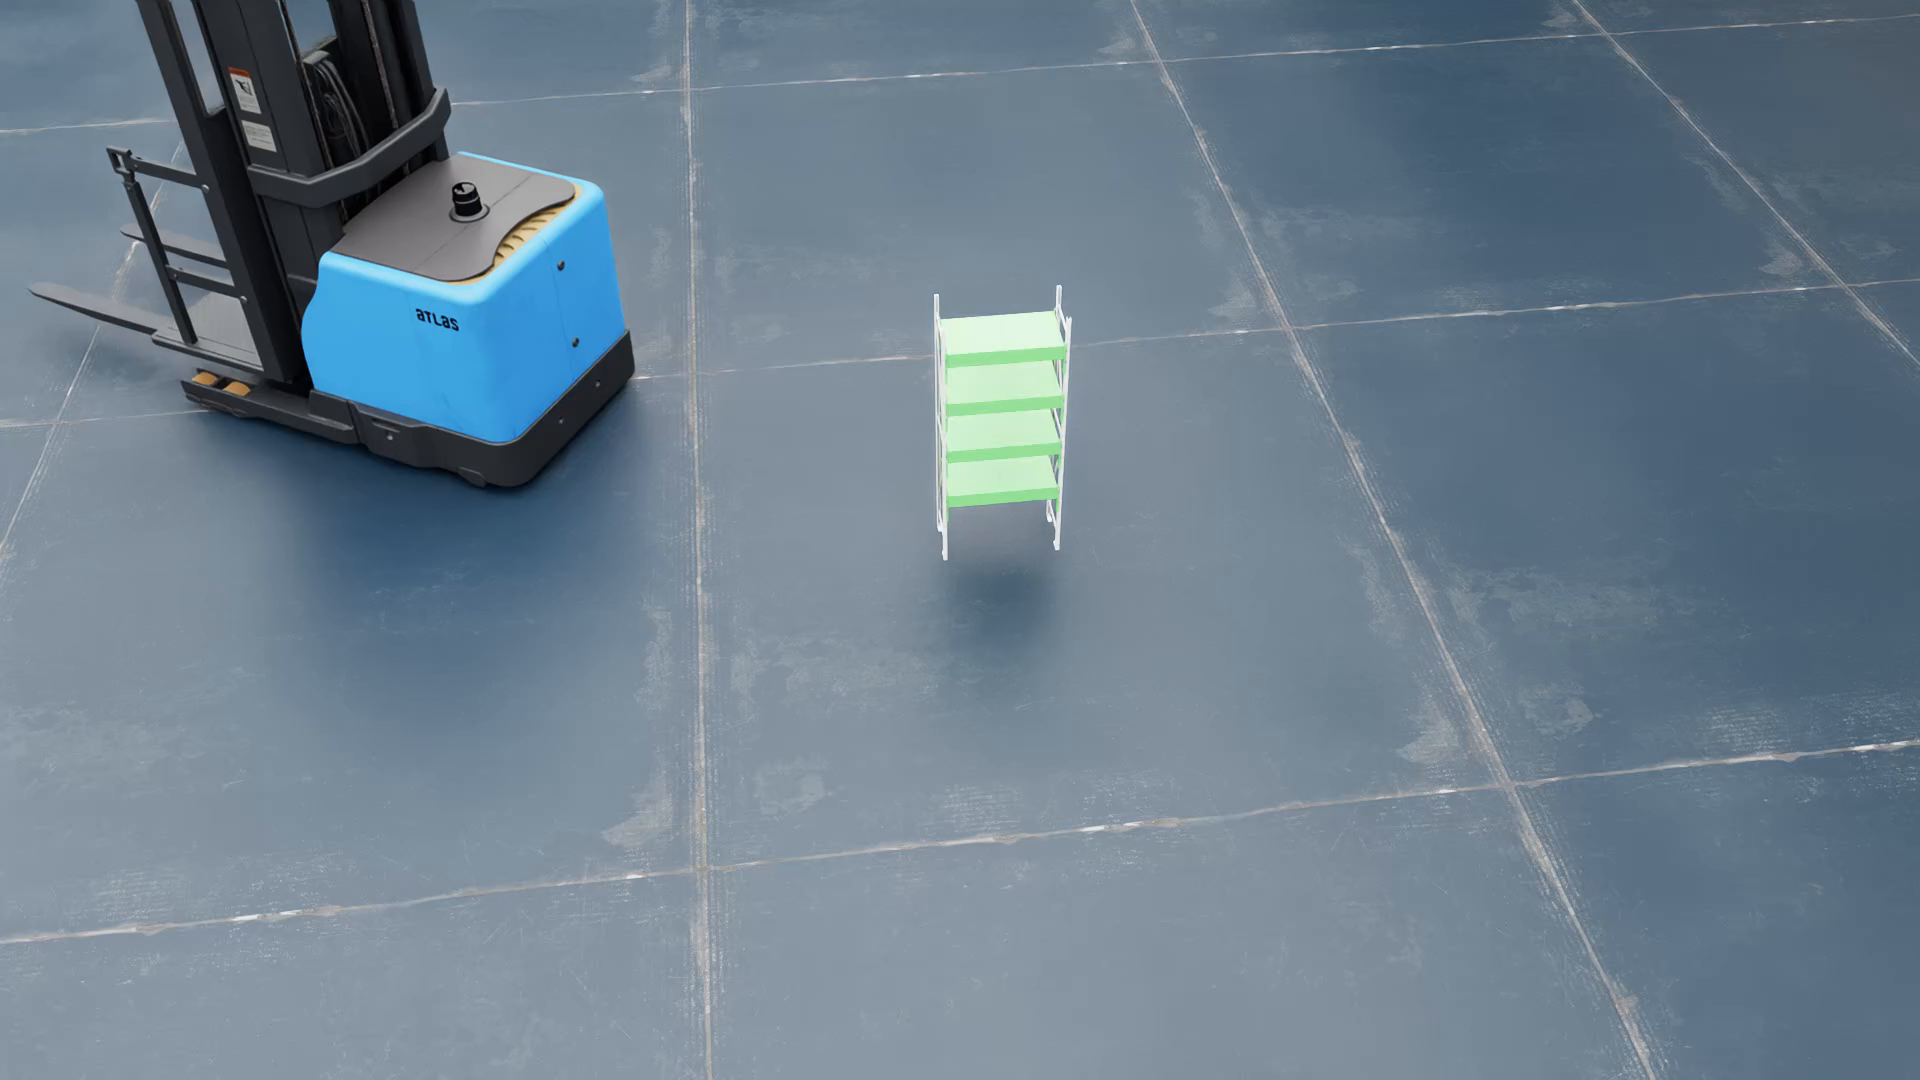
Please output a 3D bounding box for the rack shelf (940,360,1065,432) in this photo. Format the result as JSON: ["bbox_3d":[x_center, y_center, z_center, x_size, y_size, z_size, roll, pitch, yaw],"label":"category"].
[{"bbox_3d":[0.164,-0.591,6.746,0.480,0.148,0.258,-5,42,-6],"label":"rack shelf"}]

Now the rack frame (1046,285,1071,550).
[{"bbox_3d":[0.406,-0.481,6.888,0.015,1.200,0.240,-5,42,-6],"label":"rack frame"}]

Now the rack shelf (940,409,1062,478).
[{"bbox_3d":[0.164,-0.412,6.907,0.480,0.148,0.258,-5,42,-6],"label":"rack shelf"}]

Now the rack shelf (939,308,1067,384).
[{"bbox_3d":[0.164,-0.769,6.585,0.480,0.148,0.258,-5,42,-6],"label":"rack shelf"}]

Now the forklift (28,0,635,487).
[{"bbox_3d":[-3.137,-1.976,7.253,3.031,2.935,1.130,16,45,17],"label":"forklift"}]

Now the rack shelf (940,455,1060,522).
[{"bbox_3d":[0.164,-0.234,7.068,0.480,0.148,0.258,-5,42,-6],"label":"rack shelf"}]

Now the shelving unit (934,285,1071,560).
[{"bbox_3d":[0.164,-0.460,6.864,0.503,1.200,0.258,-5,42,-6],"label":"shelving unit"}]

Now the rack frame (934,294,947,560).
[{"bbox_3d":[-0.078,-0.439,6.841,0.015,1.200,0.240,-5,42,-6],"label":"rack frame"}]
